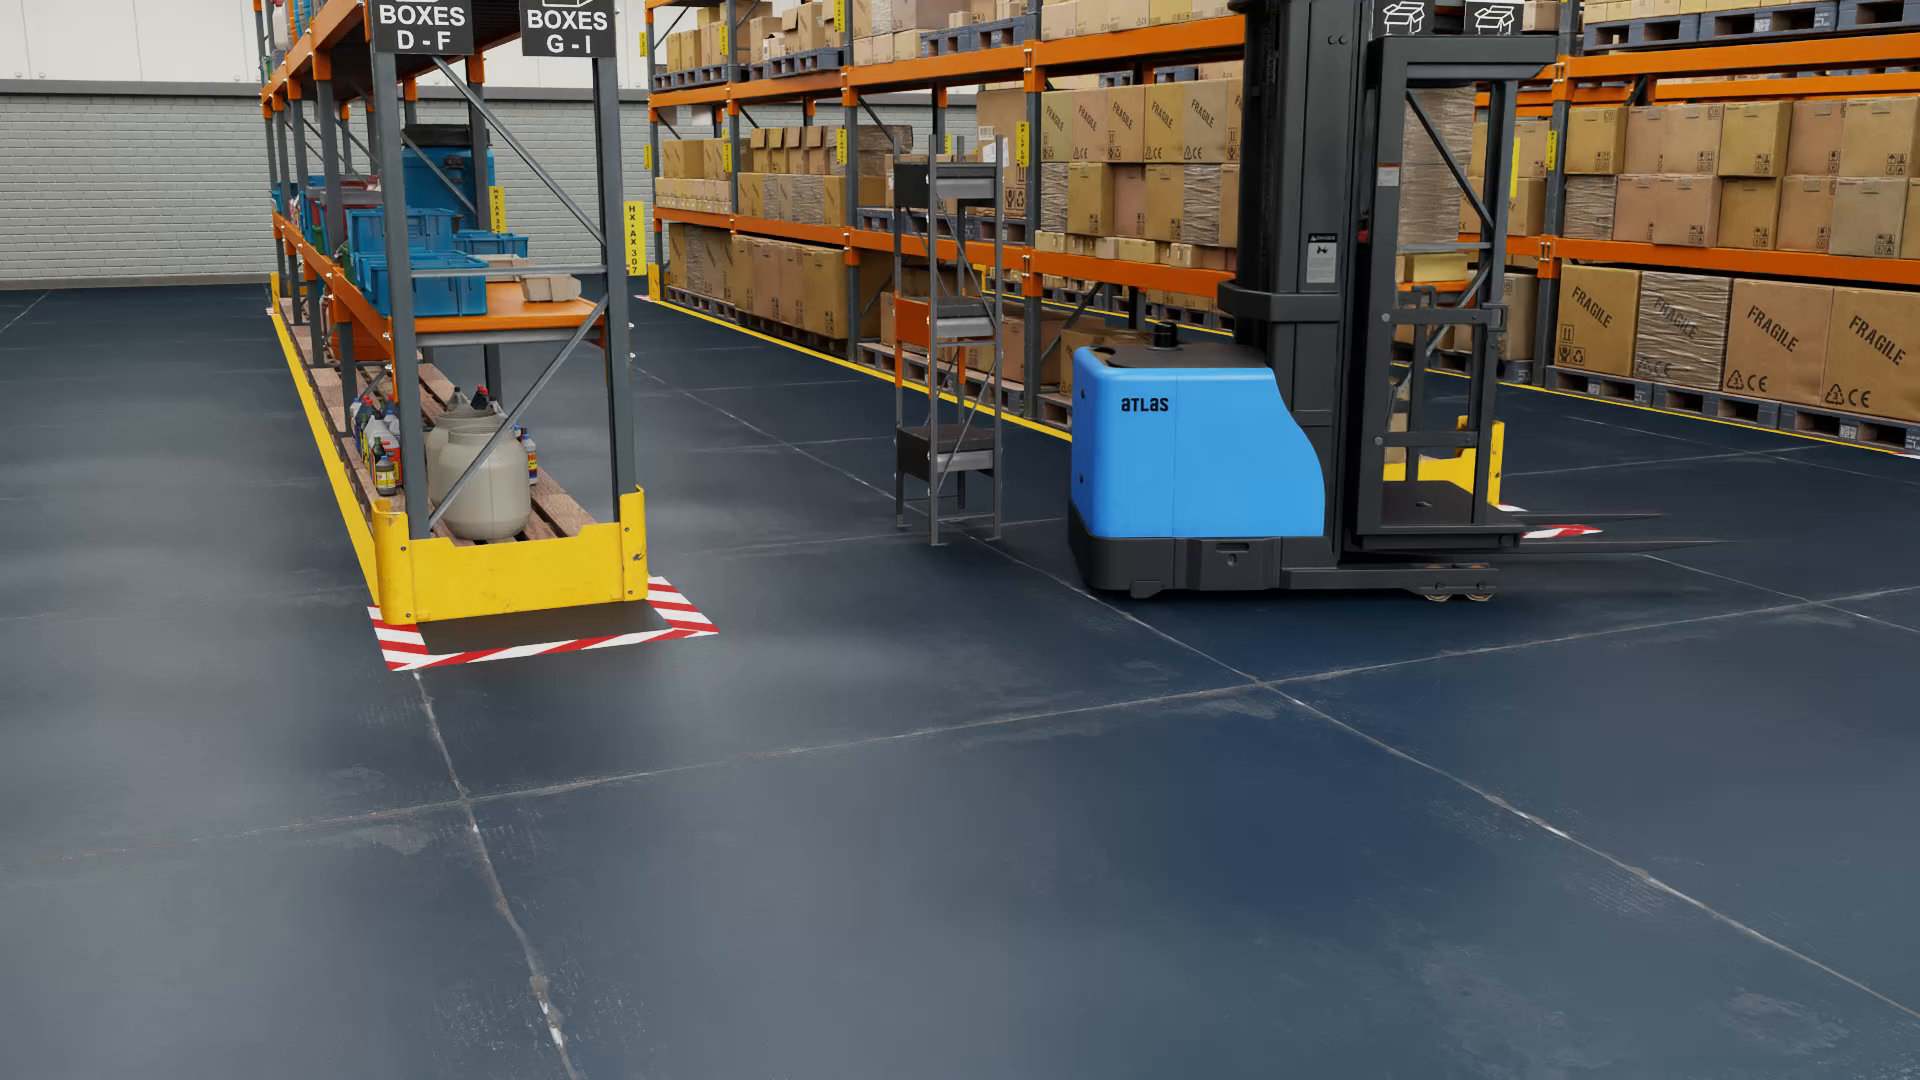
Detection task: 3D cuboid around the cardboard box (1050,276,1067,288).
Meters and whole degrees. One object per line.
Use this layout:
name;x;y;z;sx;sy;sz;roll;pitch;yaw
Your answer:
cardboard box;1.472;-3.595;23.142;0.380;0.149;0.250;-6;14;-23

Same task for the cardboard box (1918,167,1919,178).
cardboard box;7.049;-2.715;11.222;0.875;0.550;0.550;-6;14;-23

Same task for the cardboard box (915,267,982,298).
cardboard box;-0.110;-2.379;15.402;0.500;0.250;0.500;-4;14;-17

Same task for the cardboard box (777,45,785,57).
cardboard box;-1.771;-5.311;18.136;0.380;0.149;0.250;-6;14;-25

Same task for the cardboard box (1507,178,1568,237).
cardboard box;5.106;-2.995;14.935;0.500;0.500;0.500;-6;14;-23

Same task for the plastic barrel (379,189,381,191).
plastic barrel;-4.389;-2.589;13.154;0.421;0.512;0.421;0;13;0

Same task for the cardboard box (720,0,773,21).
cardboard box;-2.600;-6.412;20.230;0.500;0.250;0.500;-7;15;-27

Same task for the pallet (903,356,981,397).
pallet;0.169;-1.490;14.839;1.003;0.211;1.213;-6;14;-23

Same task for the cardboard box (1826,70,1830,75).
cardboard box;12.145;-6.508;23.133;0.380;0.149;0.250;-5;14;-21

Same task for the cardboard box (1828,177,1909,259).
cardboard box;6.732;-2.293;11.794;0.875;0.550;0.550;-6;14;-23

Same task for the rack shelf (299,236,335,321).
rack shelf;-4.364;-2.051;12.673;1.077;0.370;4.000;-6;14;-23

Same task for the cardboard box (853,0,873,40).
cardboard box;-0.675;-4.895;15.385;0.500;0.500;0.500;-5;14;-22

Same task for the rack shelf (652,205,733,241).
rack shelf;-3.031;-4.151;21.748;1.077;0.370;4.000;-6;14;-23

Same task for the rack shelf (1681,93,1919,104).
rack shelf;12.198;-6.130;23.647;1.077;0.370;4.000;-6;14;-23

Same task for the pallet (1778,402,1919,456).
pallet;6.771;-0.836;12.012;1.003;0.211;1.213;-6;14;-23

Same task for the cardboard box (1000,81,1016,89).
cardboard box;0.906;-6.505;24.004;0.500;0.250;0.500;-5;14;-21

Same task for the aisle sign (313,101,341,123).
aisle sign;-8.130;-5.775;21.404;0.394;0.787;0.004;-6;14;-23

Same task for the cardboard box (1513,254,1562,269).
cardboard box;7.899;-3.661;21.817;0.875;0.875;0.875;-5;14;-22

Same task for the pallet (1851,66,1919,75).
pallet;9.906;-4.837;16.883;1.213;0.211;1.003;-6;14;-23

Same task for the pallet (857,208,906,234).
pallet;-0.244;-3.031;15.737;1.213;0.211;1.003;-6;14;-23

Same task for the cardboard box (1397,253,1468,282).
cardboard box;2.682;-1.567;9.545;0.380;0.149;0.250;-6;14;-23

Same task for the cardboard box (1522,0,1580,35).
cardboard box;5.131;-4.636;14.773;0.500;0.250;0.500;-5;14;-22

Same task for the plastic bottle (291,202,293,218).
plastic bottle;-6.764;-3.346;16.960;0.097;0.271;0.097;0;13;0

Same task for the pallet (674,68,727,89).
pallet;-3.033;-5.928;21.375;1.003;0.211;1.213;-6;14;-23

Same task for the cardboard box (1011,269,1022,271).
cardboard box;0.968;-4.004;24.248;0.380;0.149;0.250;-5;14;-21

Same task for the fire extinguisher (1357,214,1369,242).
fire extinguisher;2.201;-1.506;8.896;0.296;0.674;0.183;-6;14;-23

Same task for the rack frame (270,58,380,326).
rack frame;-6.768;-3.641;17.948;1.000;3.000;0.127;-6;14;-23

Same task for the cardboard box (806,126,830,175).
cardboard box;-1.164;-4.087;17.428;0.797;0.503;0.637;-5;14;-22

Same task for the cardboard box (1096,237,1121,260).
cardboard box;1.171;-2.033;11.559;0.380;0.149;0.250;-6;14;-23

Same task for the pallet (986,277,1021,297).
pallet;1.077;-3.796;24.805;1.003;0.211;1.213;-6;14;-23

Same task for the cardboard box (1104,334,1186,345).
cardboard box;1.335;-1.218;12.093;0.500;0.500;0.500;-1;13;-5

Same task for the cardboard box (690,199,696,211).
cardboard box;-3.268;-4.317;21.428;0.380;0.149;0.250;-5;14;-22

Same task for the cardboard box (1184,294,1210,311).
cardboard box;3.023;-3.003;19.806;0.500;0.500;0.500;-6;14;-25

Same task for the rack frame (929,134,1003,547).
rack frame;0.031;-1.007;8.563;0.400;2.100;0.015;-6;14;-23

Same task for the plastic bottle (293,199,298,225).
plastic bottle;-6.561;-3.259;16.574;0.152;0.276;0.135;-6;14;-23

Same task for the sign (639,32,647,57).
sign;-4.343;-6.791;22.795;0.100;0.325;0.005;-6;14;-23

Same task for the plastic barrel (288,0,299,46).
plastic barrel;-4.773;-4.161;12.589;0.600;0.830;0.708;-6;14;-23

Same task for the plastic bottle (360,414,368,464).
plastic bottle;-3.516;-0.598;9.849;0.061;0.283;0.133;-5;14;-20

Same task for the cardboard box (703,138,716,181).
cardboard box;-2.856;-4.700;20.535;0.500;0.500;0.500;-5;14;-22

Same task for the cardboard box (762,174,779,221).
cardboard box;-1.872;-3.812;18.466;0.500;0.500;0.500;-6;14;-24

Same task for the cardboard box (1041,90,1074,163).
cardboard box;0.922;-3.000;12.081;0.500;0.500;0.500;-6;14;-23

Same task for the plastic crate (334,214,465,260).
plastic crate;-3.470;-1.838;10.297;0.767;0.338;0.504;-6;14;-23

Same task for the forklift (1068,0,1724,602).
forklift;2.083;-1.263;7.825;3.031;2.935;1.130;-1;13;-3

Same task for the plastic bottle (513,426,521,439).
plastic bottle;-2.539;-0.520;9.540;0.097;0.271;0.097;0;13;0

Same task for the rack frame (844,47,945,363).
rack frame;-0.627;-3.262;16.310;1.000;3.000;0.127;-6;14;-23

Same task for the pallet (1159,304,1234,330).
pallet;3.161;-2.744;20.256;1.003;0.211;1.213;-6;14;-23

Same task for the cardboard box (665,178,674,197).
cardboard box;-3.673;-4.756;22.440;0.500;0.250;0.500;-6;14;-24

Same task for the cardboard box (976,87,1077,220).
cardboard box;0.785;-3.109;13.389;1.000;1.000;1.000;-6;14;-23

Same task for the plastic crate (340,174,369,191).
plastic crate;-6.896;-3.908;18.829;0.402;0.464;0.583;-6;14;-23

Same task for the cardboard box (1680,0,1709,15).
cardboard box;5.804;-4.139;12.851;0.380;0.149;0.250;-6;14;-24

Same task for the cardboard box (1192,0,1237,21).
cardboard box;1.751;-3.283;10.084;0.500;0.250;0.500;-5;14;-22

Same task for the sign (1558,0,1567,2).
sign;5.067;-4.678;13.933;0.100;0.325;0.005;-6;14;-23

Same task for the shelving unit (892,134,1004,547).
shelving unit;-0.066;-1.057;8.781;0.431;2.100;0.503;-6;14;-23

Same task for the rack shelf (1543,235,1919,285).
rack shelf;6.361;-2.099;12.881;1.077;0.370;4.000;-6;14;-23

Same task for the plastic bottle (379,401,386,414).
plastic bottle;-3.585;-0.719;10.372;0.061;0.283;0.133;-6;14;-23

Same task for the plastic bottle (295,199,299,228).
plastic bottle;-6.329;-3.174;16.040;0.144;0.351;0.185;-6;14;-23

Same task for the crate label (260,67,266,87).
crate label;-8.297;-5.636;20.248;0.408;0.251;0.502;-6;14;-23

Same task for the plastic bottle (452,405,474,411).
plastic bottle;-3.090;-0.710;10.350;0.152;0.276;0.135;-6;14;-23
